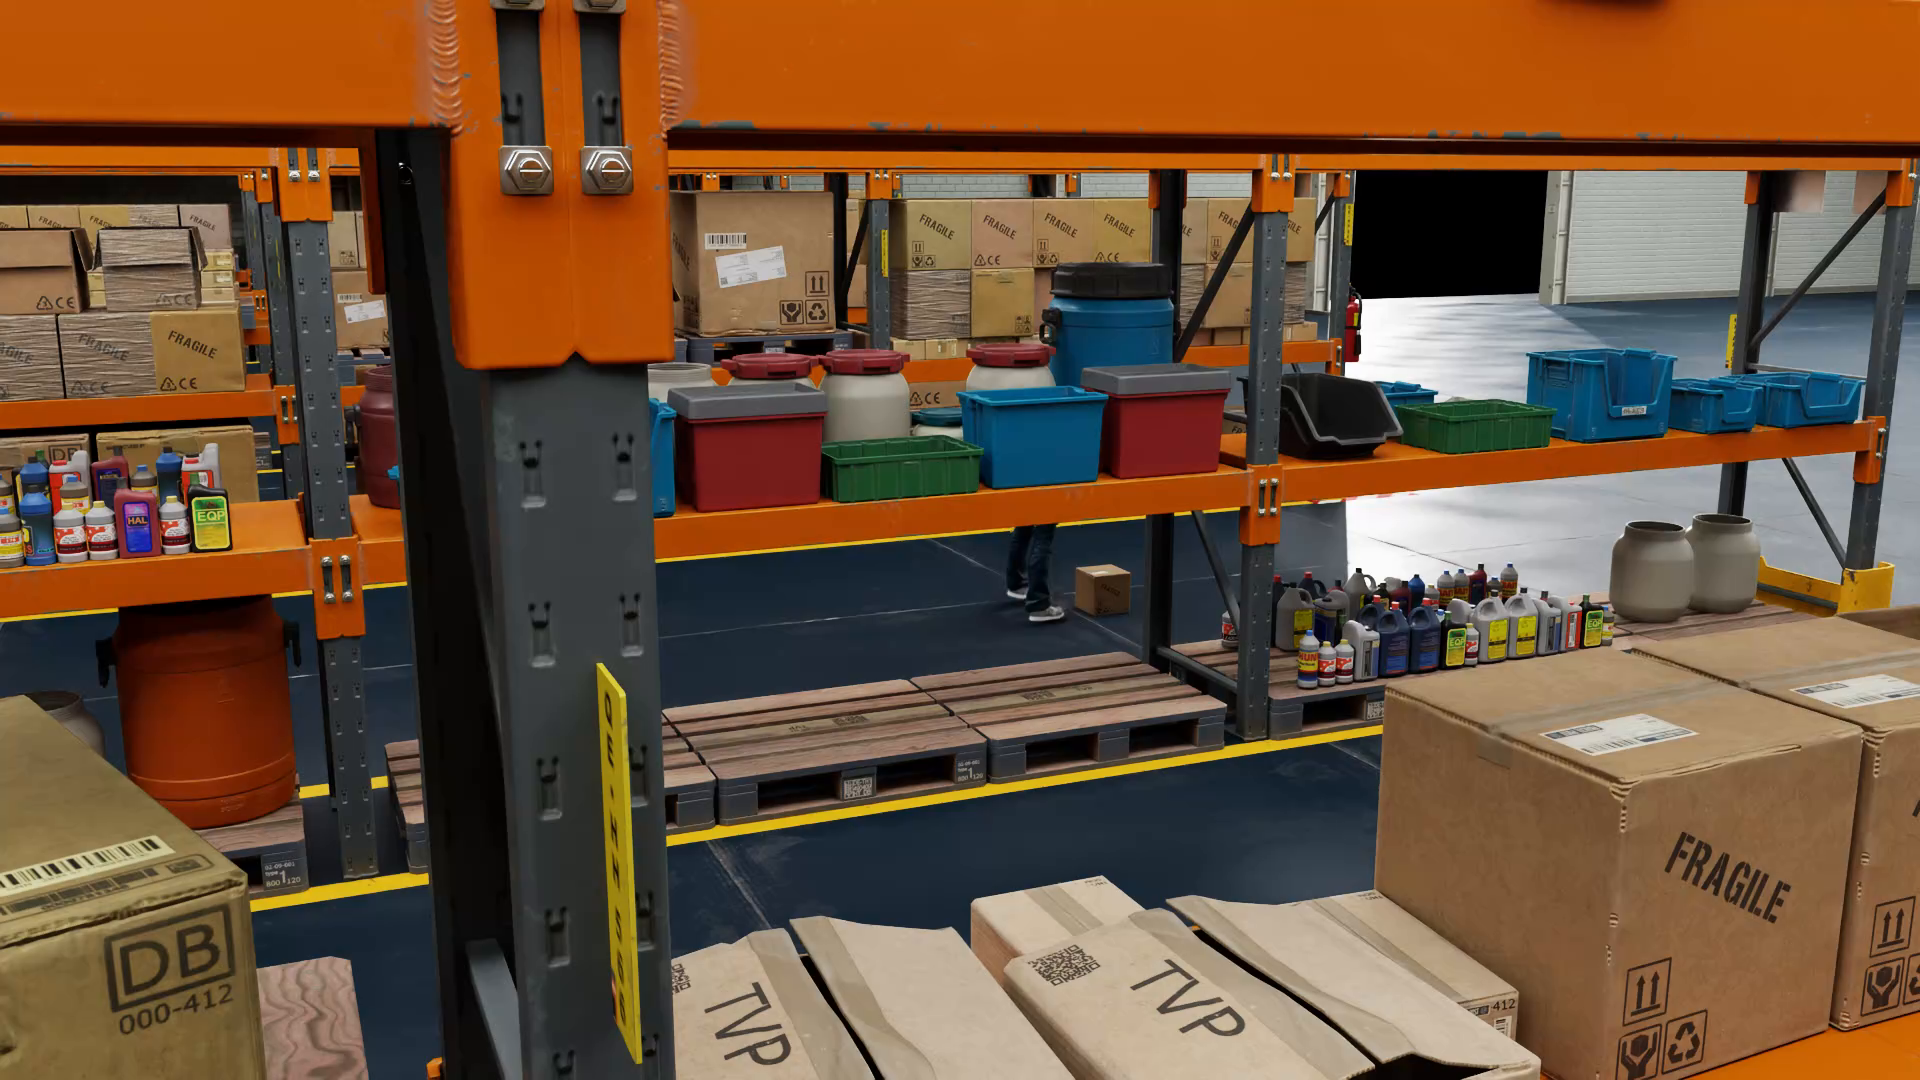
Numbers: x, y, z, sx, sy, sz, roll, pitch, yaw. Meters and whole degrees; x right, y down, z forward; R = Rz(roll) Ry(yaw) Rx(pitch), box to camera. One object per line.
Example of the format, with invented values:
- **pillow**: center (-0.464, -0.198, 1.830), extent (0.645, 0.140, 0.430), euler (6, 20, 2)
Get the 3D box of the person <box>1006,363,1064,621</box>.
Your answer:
- **person**: center (0.452, -0.343, 10.020), extent (0.502, 1.588, 0.565), euler (-10, 16, -38)
